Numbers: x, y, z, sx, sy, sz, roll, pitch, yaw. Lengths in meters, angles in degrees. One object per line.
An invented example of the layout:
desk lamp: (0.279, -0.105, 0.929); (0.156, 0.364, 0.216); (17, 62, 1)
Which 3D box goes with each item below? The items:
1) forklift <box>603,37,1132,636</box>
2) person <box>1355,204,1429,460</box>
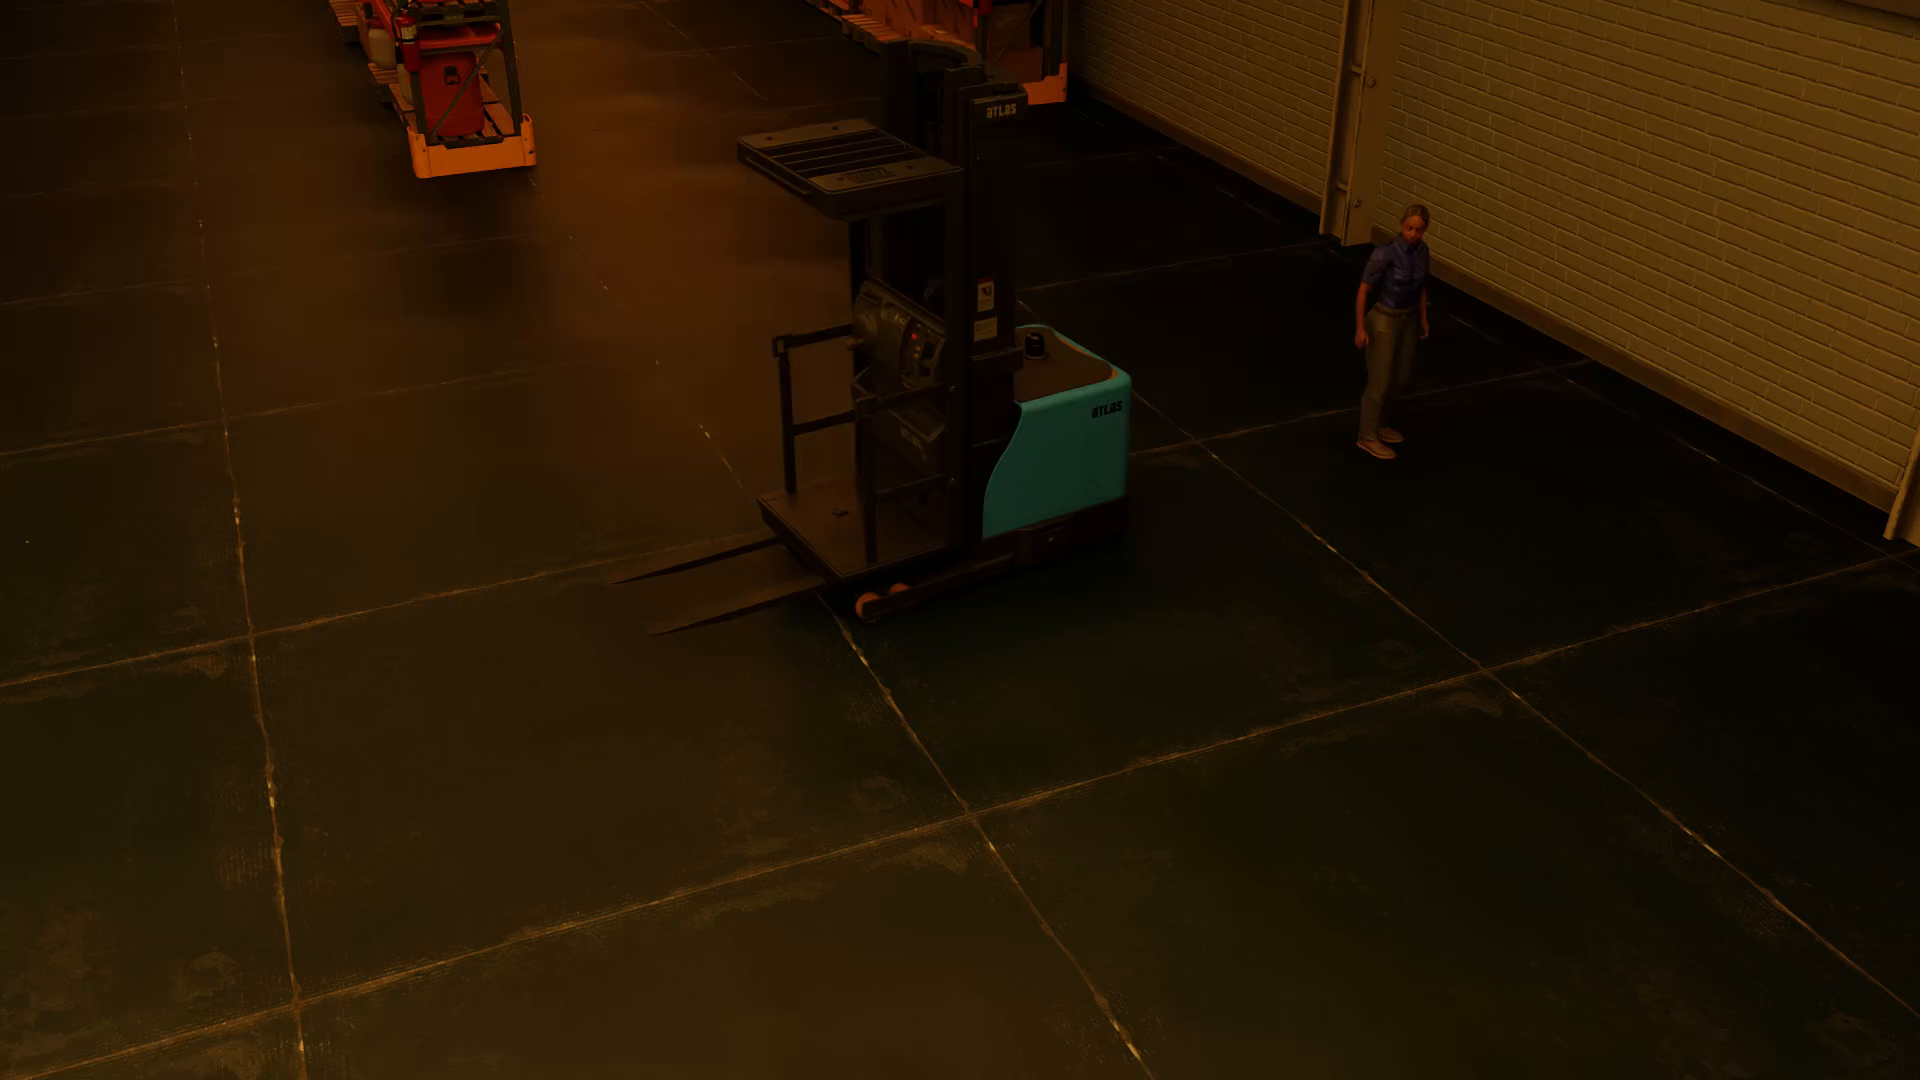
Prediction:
forklift: (-0.518, -1.110, 9.061); (3.031, 2.935, 1.130); (-17, 34, -27)
person: (2.843, -1.364, 10.798); (0.623, 1.653, 0.430); (-19, 35, -30)
